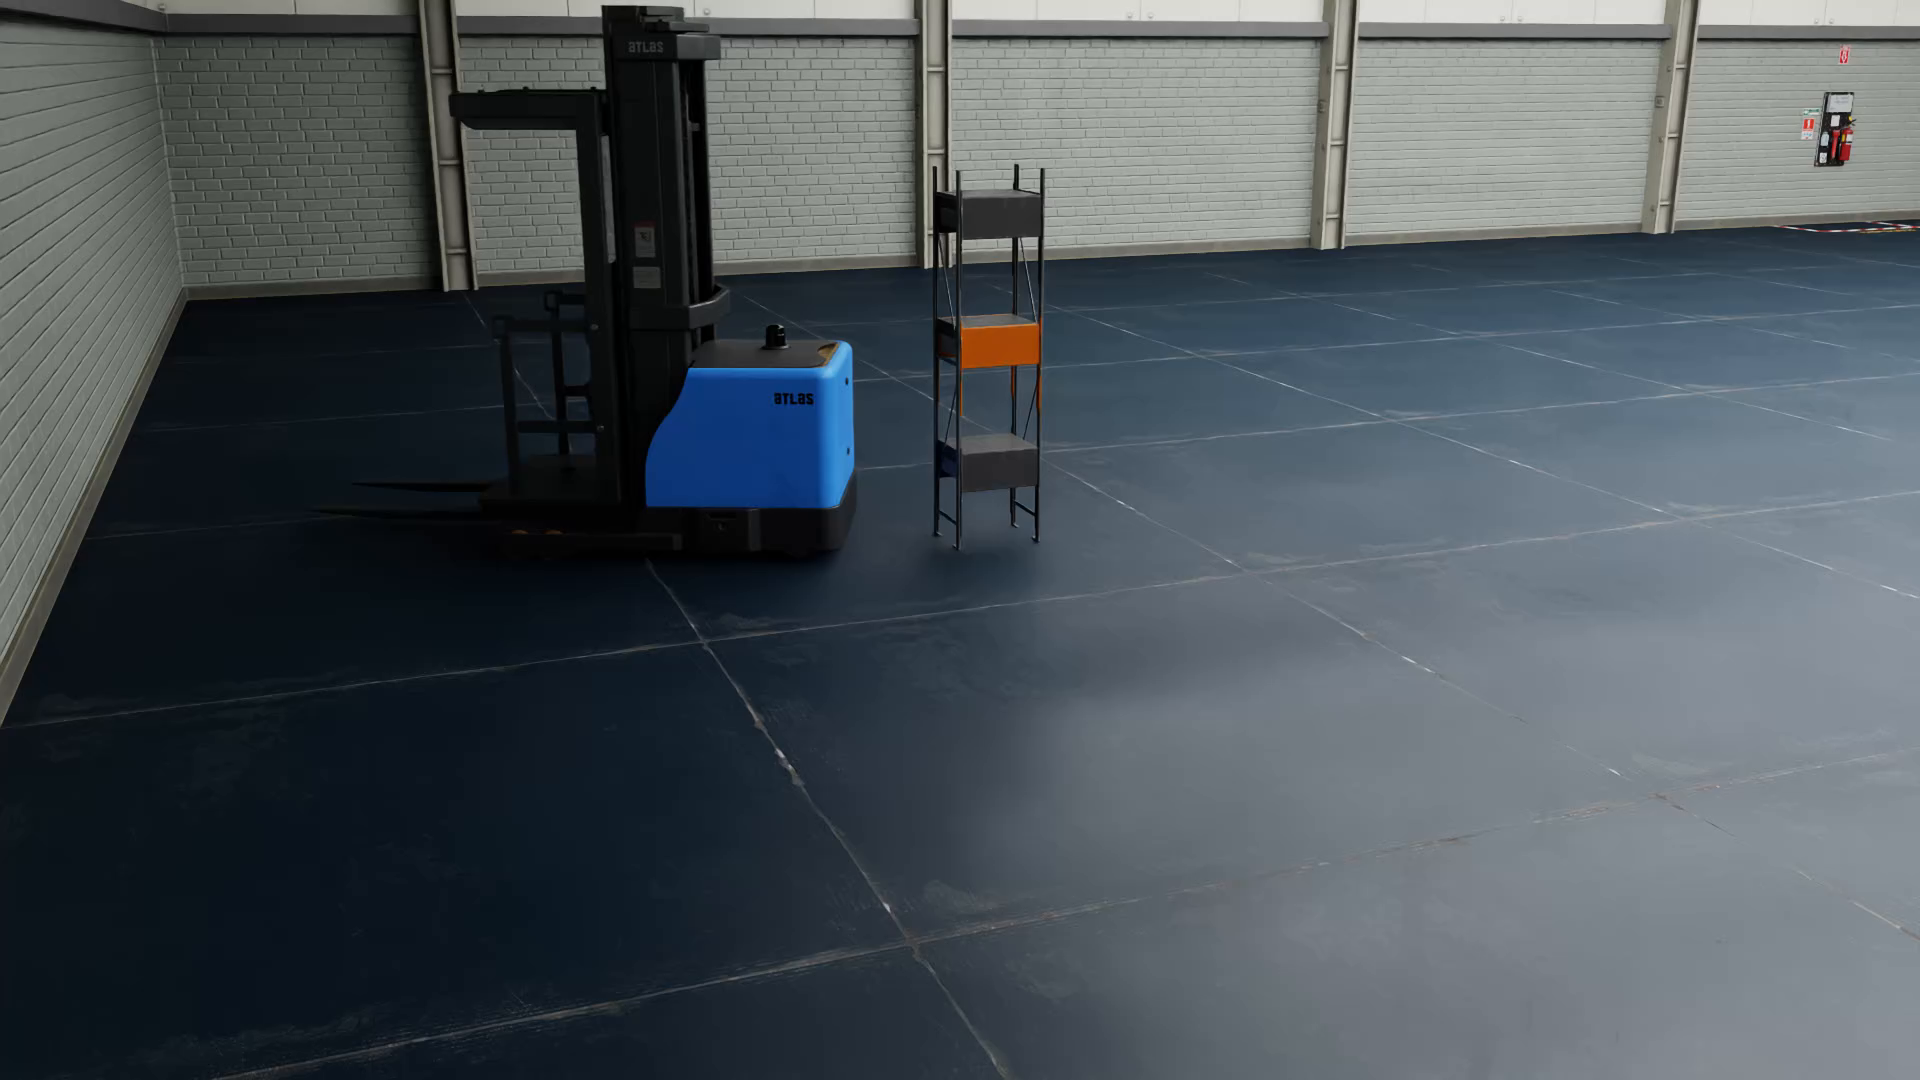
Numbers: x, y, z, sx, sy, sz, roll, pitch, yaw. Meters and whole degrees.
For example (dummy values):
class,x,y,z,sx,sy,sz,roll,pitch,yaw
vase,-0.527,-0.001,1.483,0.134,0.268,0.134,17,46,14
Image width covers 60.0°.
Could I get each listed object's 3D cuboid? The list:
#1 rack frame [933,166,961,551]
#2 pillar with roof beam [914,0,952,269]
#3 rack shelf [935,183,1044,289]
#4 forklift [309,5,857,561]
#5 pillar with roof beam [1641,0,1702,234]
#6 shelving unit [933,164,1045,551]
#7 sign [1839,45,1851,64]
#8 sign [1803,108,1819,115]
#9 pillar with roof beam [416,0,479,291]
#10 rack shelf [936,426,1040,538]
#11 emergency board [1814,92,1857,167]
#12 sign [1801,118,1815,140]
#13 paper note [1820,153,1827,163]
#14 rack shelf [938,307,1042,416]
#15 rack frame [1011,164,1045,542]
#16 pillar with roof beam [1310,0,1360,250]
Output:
class,x,y,z,sx,sy,sz,roll,pitch,yaw
rack frame,-0.073,-1.000,9.275,0.015,2.100,0.400,-6,17,-20
pillar with roof beam,1.203,-6.773,16.690,0.400,9.000,9.100,-6,17,-20
rack shelf,0.155,-1.683,9.166,0.480,0.518,0.431,-6,17,-20
forklift,-2.152,-1.440,9.300,3.031,2.935,1.130,1,16,2
pillar with roof beam,12.408,-7.982,20.810,0.400,9.000,9.100,-6,17,-20
shelving unit,0.155,-1.024,9.359,0.503,2.100,0.431,-6,17,-20
sign,14.106,-7.740,26.518,0.199,0.298,0.001,-6,17,-20
sign,13.604,-6.843,26.574,0.331,0.109,0.001,-6,17,-20
pillar with roof beam,-4.400,-6.168,14.630,0.400,9.000,9.100,-6,17,-20
rack shelf,0.155,-0.339,9.560,0.480,0.518,0.431,-6,17,-20
emergency board,14.149,-6.602,26.758,0.643,1.169,0.194,-6,17,-20
sign,13.596,-6.591,26.655,0.234,0.329,0.001,-6,17,-20
paper note,13.959,-6.180,26.883,0.142,0.148,0.016,-6,17,-20
rack shelf,0.155,-1.011,9.363,0.480,0.518,0.431,-6,17,-20
rack frame,0.382,-1.049,9.443,0.015,2.100,0.400,-6,17,-20
pillar with roof beam,6.806,-7.377,18.750,0.400,9.000,9.100,-6,17,-20
